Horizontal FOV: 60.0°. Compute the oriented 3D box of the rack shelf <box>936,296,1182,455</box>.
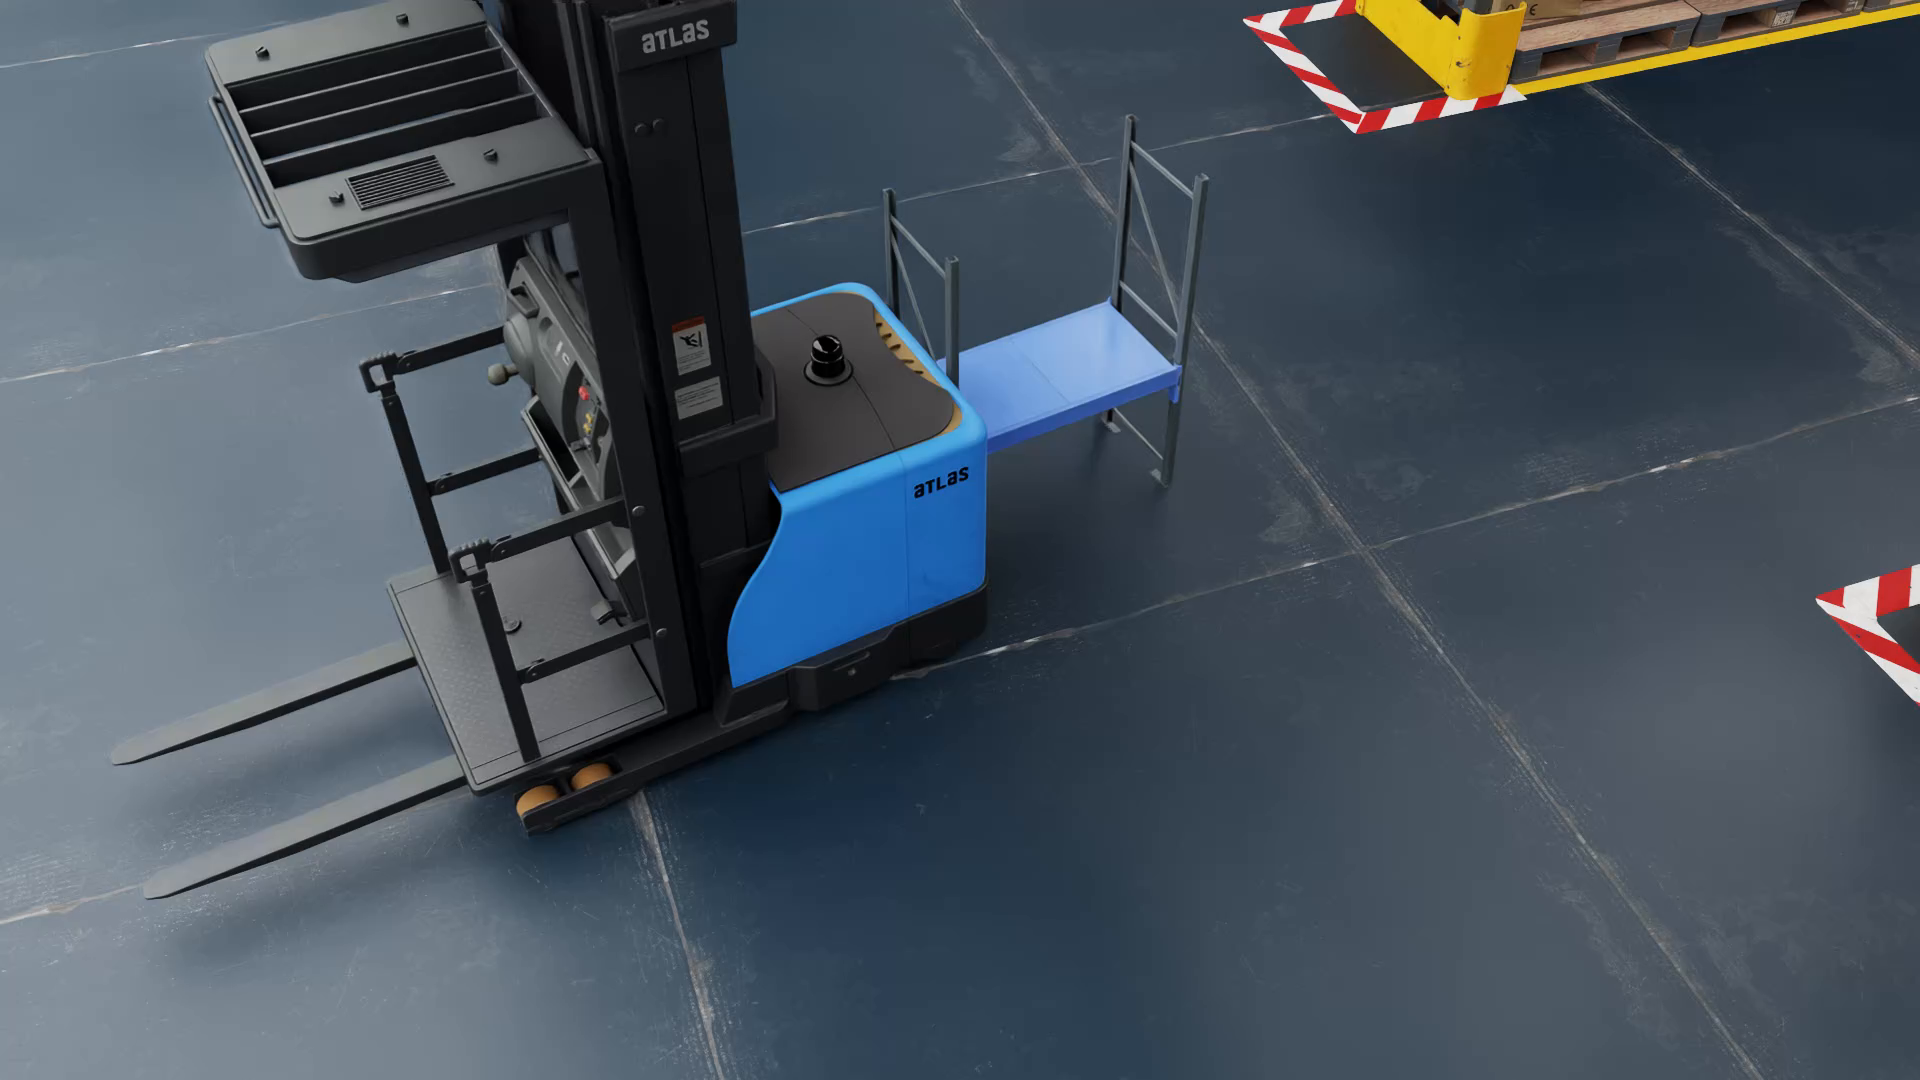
[{"bbox_3d":[0.308,-0.603,6.546,1.000,0.185,0.538,-21,49,-20],"label":"rack shelf"}]

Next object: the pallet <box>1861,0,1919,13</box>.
[{"bbox_3d":[5.765,-3.673,10.262,1.213,0.211,1.003,-14,47,-14],"label":"pallet"}]

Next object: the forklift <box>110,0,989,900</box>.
[{"bbox_3d":[8.124,1.567,3.119,16.983,2.935,15.389,-21,49,-20],"label":"forklift"}]

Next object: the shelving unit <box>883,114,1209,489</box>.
[{"bbox_3d":[0.308,-0.730,6.419,1.048,1.500,0.538,-21,49,-20],"label":"shelving unit"}]

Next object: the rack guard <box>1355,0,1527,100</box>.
[{"bbox_3d":[2.694,-3.016,9.403,0.348,0.500,1.175,-14,47,-14],"label":"rack guard"}]

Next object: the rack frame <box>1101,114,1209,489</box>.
[{"bbox_3d":[0.753,-0.904,6.592,0.032,1.500,0.500,-21,49,-20],"label":"rack frame"}]

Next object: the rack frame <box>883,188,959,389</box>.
[{"bbox_3d":[-0.137,-0.556,6.245,0.032,1.500,0.500,-21,49,-20],"label":"rack frame"}]

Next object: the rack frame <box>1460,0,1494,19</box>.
[{"bbox_3d":[2.622,-3.880,8.500,0.127,3.000,1.000,-14,47,-14],"label":"rack frame"}]
